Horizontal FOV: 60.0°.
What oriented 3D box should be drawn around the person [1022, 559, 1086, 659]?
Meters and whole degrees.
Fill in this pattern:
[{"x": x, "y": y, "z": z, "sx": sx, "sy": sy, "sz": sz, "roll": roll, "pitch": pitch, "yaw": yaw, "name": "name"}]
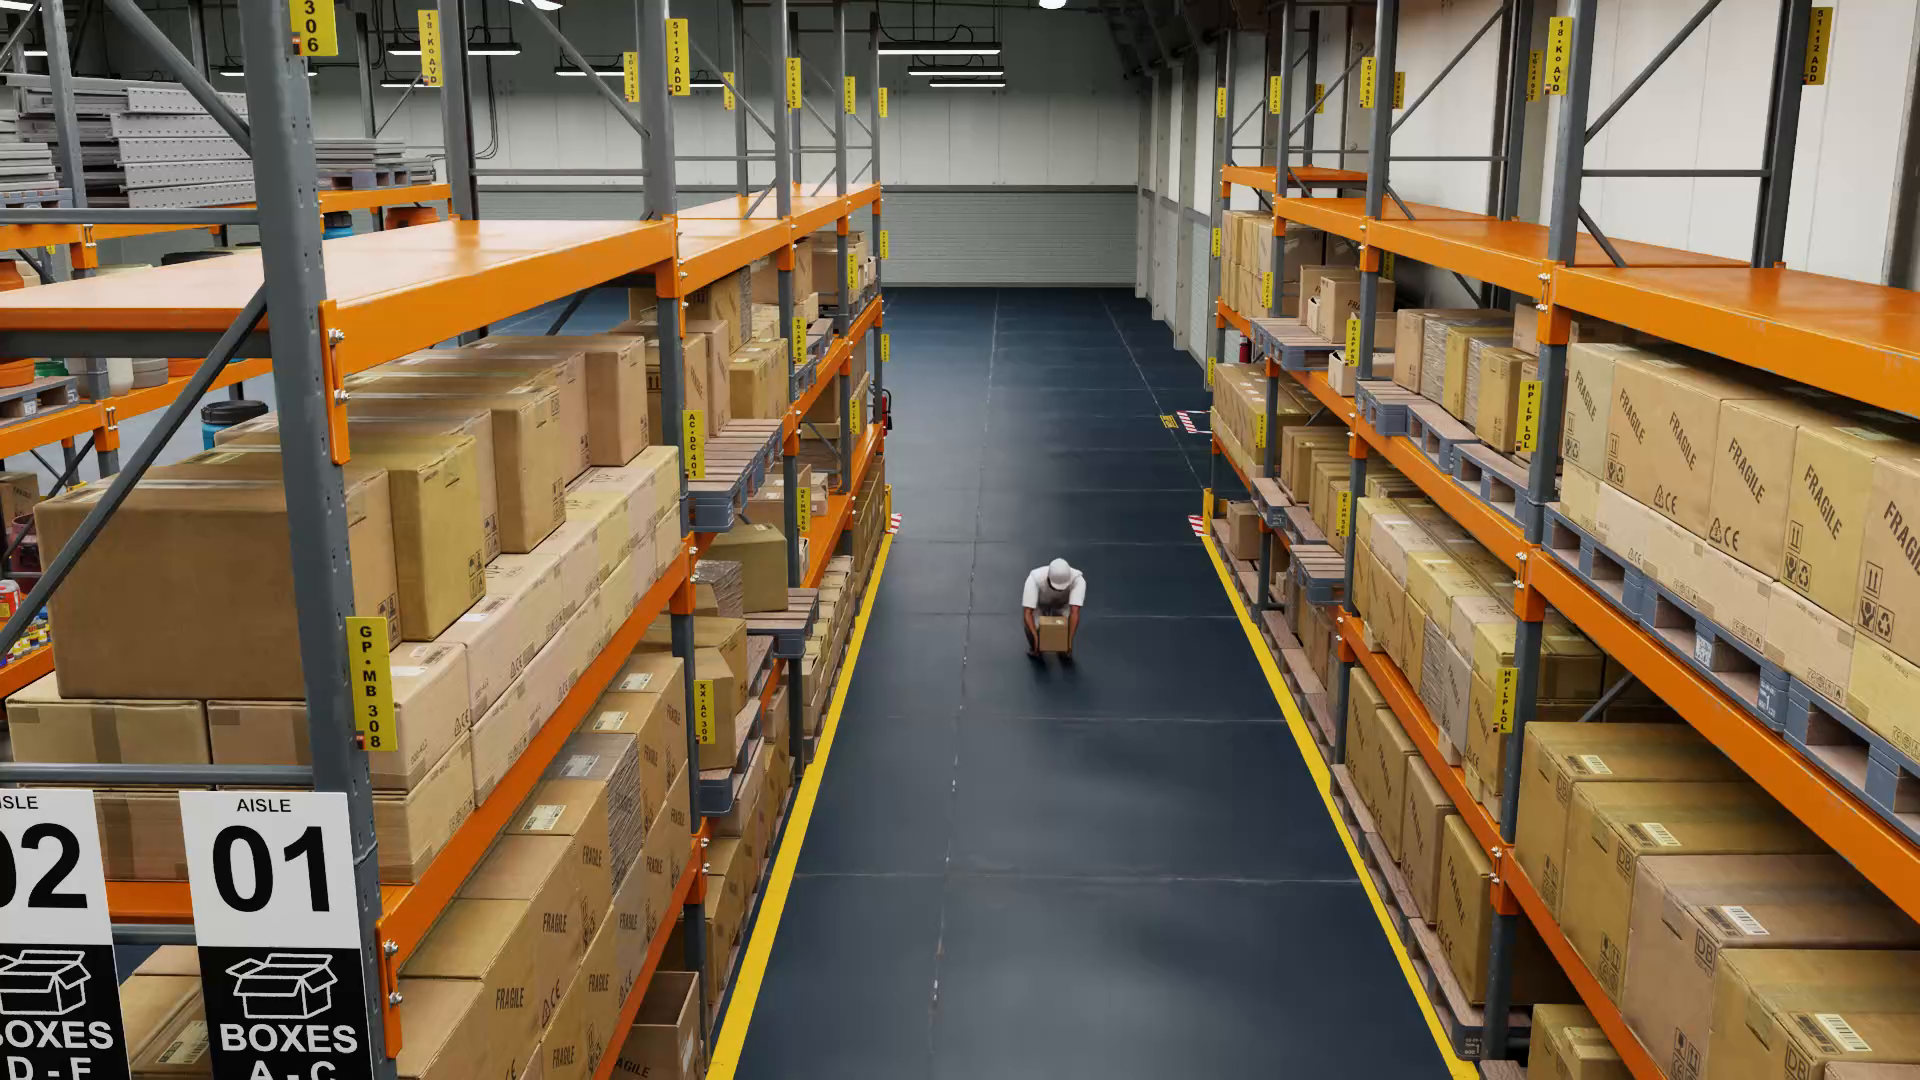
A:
[{"x": 0.852, "y": 0.597, "z": 15.144, "sx": 0.573, "sy": 1.001, "sz": 0.881, "roll": 0, "pitch": 14, "yaw": 1, "name": "person"}]
